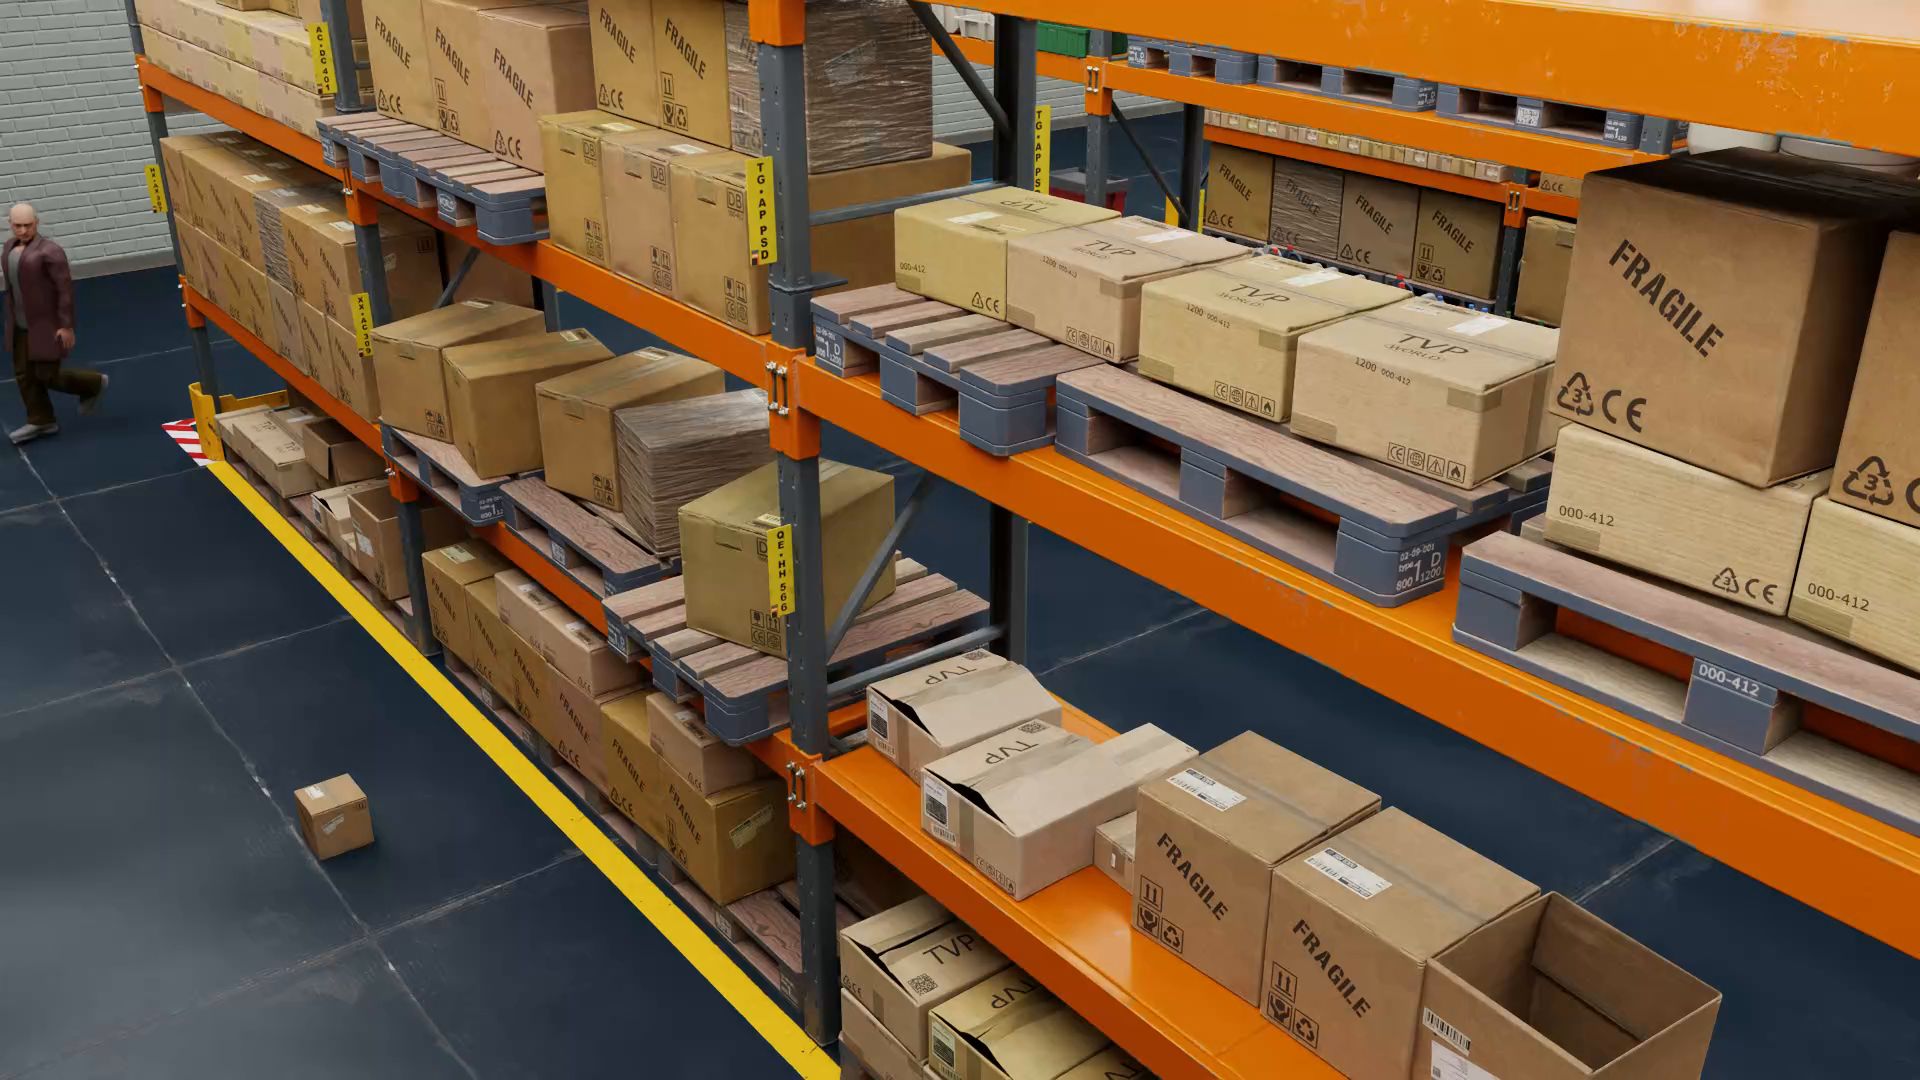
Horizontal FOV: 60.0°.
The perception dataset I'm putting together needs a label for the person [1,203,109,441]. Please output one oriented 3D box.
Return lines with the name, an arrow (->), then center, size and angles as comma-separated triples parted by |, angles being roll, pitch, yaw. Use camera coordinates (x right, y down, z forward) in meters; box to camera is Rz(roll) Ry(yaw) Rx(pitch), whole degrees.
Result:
person -> -6.689, -1.609, 12.156 | 0.686, 1.743, 0.737 | 10, 26, 21
